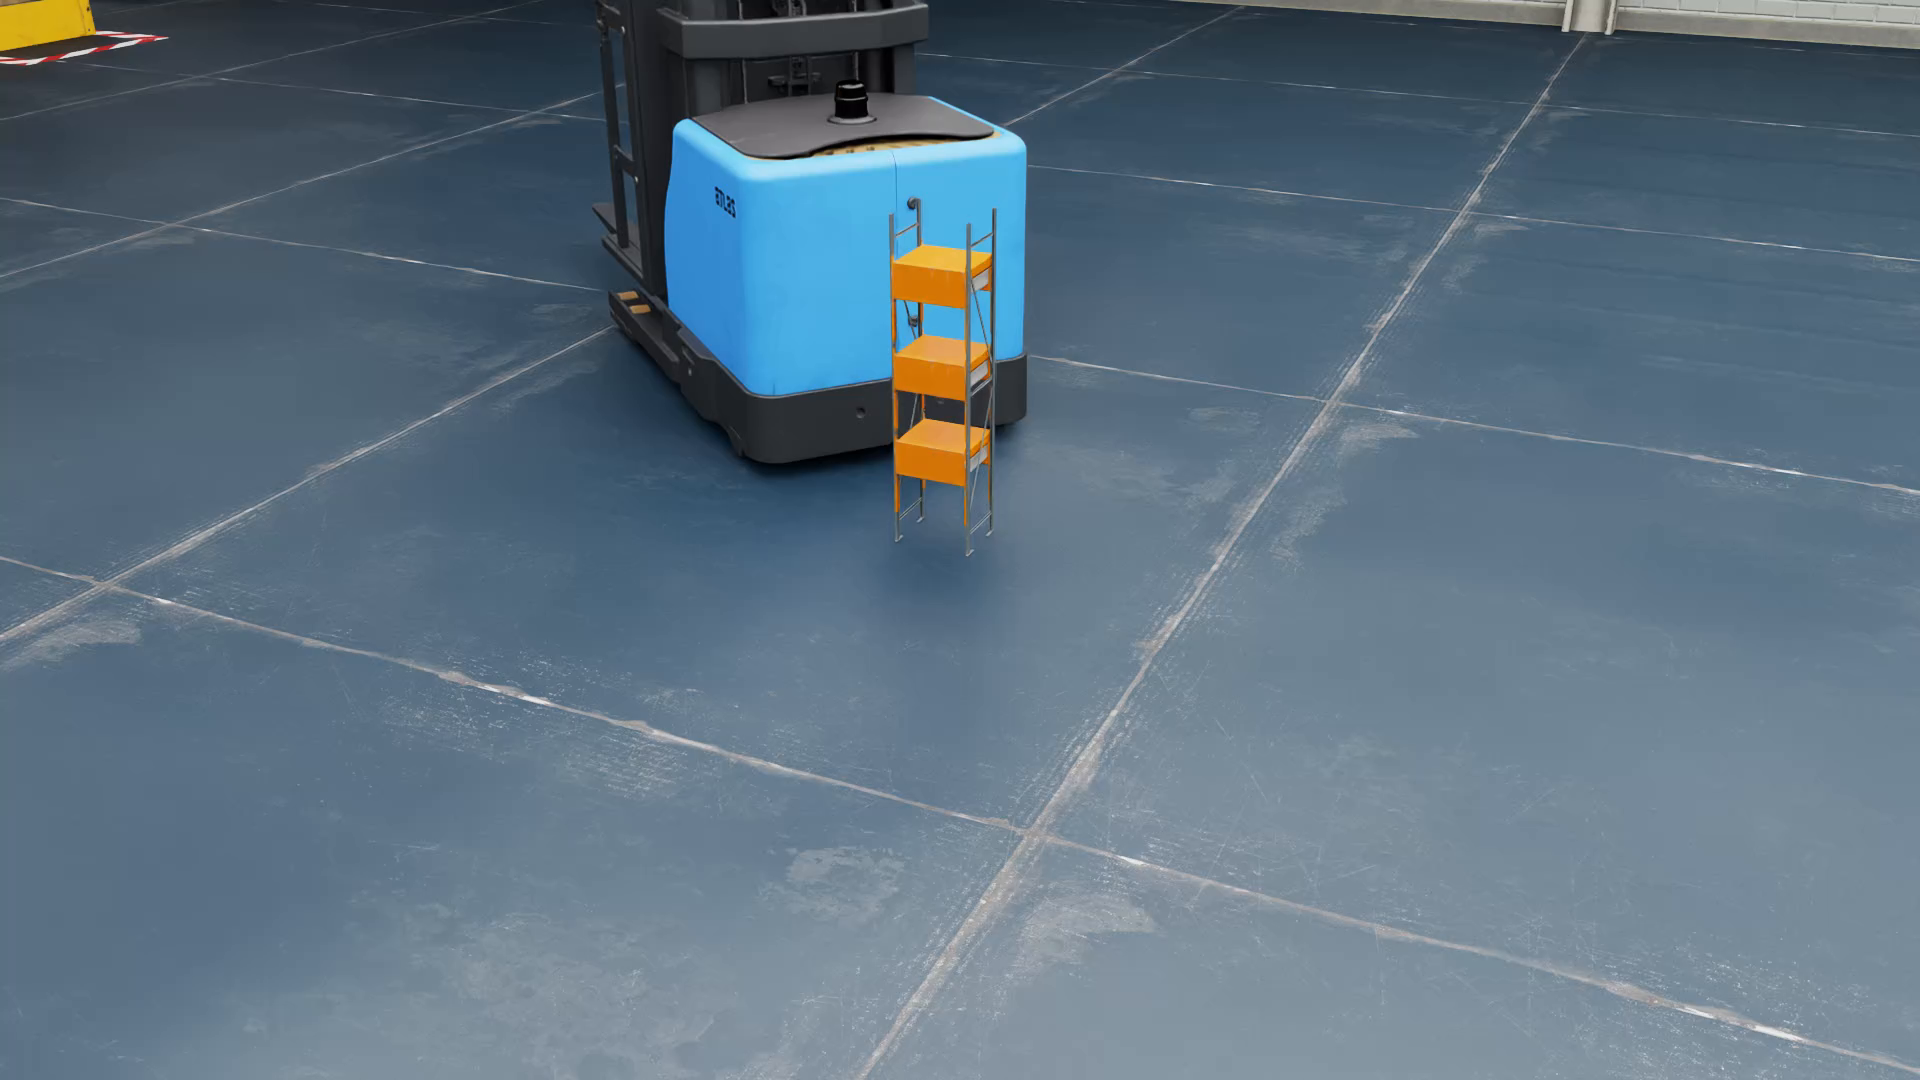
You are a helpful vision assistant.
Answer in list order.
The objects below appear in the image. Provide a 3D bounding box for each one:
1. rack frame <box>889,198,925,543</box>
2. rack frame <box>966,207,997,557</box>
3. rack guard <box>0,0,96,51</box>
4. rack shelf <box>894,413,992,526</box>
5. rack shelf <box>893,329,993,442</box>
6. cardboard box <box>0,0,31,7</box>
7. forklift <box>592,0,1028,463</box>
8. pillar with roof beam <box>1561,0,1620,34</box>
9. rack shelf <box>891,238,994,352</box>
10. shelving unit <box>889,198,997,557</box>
[{"bbox_3d":[-0.160,-0.503,5.083,0.008,1.050,0.200,11,28,22],"label":"rack frame"},{"bbox_3d":[0.062,-0.458,4.993,0.008,1.050,0.200,11,28,22],"label":"rack frame"},{"bbox_3d":[-7.523,-4.216,13.247,0.348,0.500,1.175,11,28,22],"label":"rack guard"},{"bbox_3d":[-0.049,-0.222,5.165,0.240,0.259,0.215,11,28,22],"label":"rack shelf"},{"bbox_3d":[-0.049,-0.471,5.043,0.240,0.259,0.215,11,28,22],"label":"rack shelf"},{"bbox_3d":[-8.074,-4.537,13.706,0.500,0.250,0.500,11,28,21],"label":"cardboard box"},{"bbox_3d":[-0.837,-2.197,6.393,1.130,2.935,3.031,-12,28,-22],"label":"forklift"},{"bbox_3d":[3.478,-6.576,8.419,0.400,9.000,9.100,11,28,22],"label":"pillar with roof beam"},{"bbox_3d":[-0.049,-0.726,4.917,0.240,0.259,0.215,11,28,22],"label":"rack shelf"},{"bbox_3d":[-0.049,-0.481,5.038,0.252,1.050,0.215,11,28,22],"label":"shelving unit"}]
